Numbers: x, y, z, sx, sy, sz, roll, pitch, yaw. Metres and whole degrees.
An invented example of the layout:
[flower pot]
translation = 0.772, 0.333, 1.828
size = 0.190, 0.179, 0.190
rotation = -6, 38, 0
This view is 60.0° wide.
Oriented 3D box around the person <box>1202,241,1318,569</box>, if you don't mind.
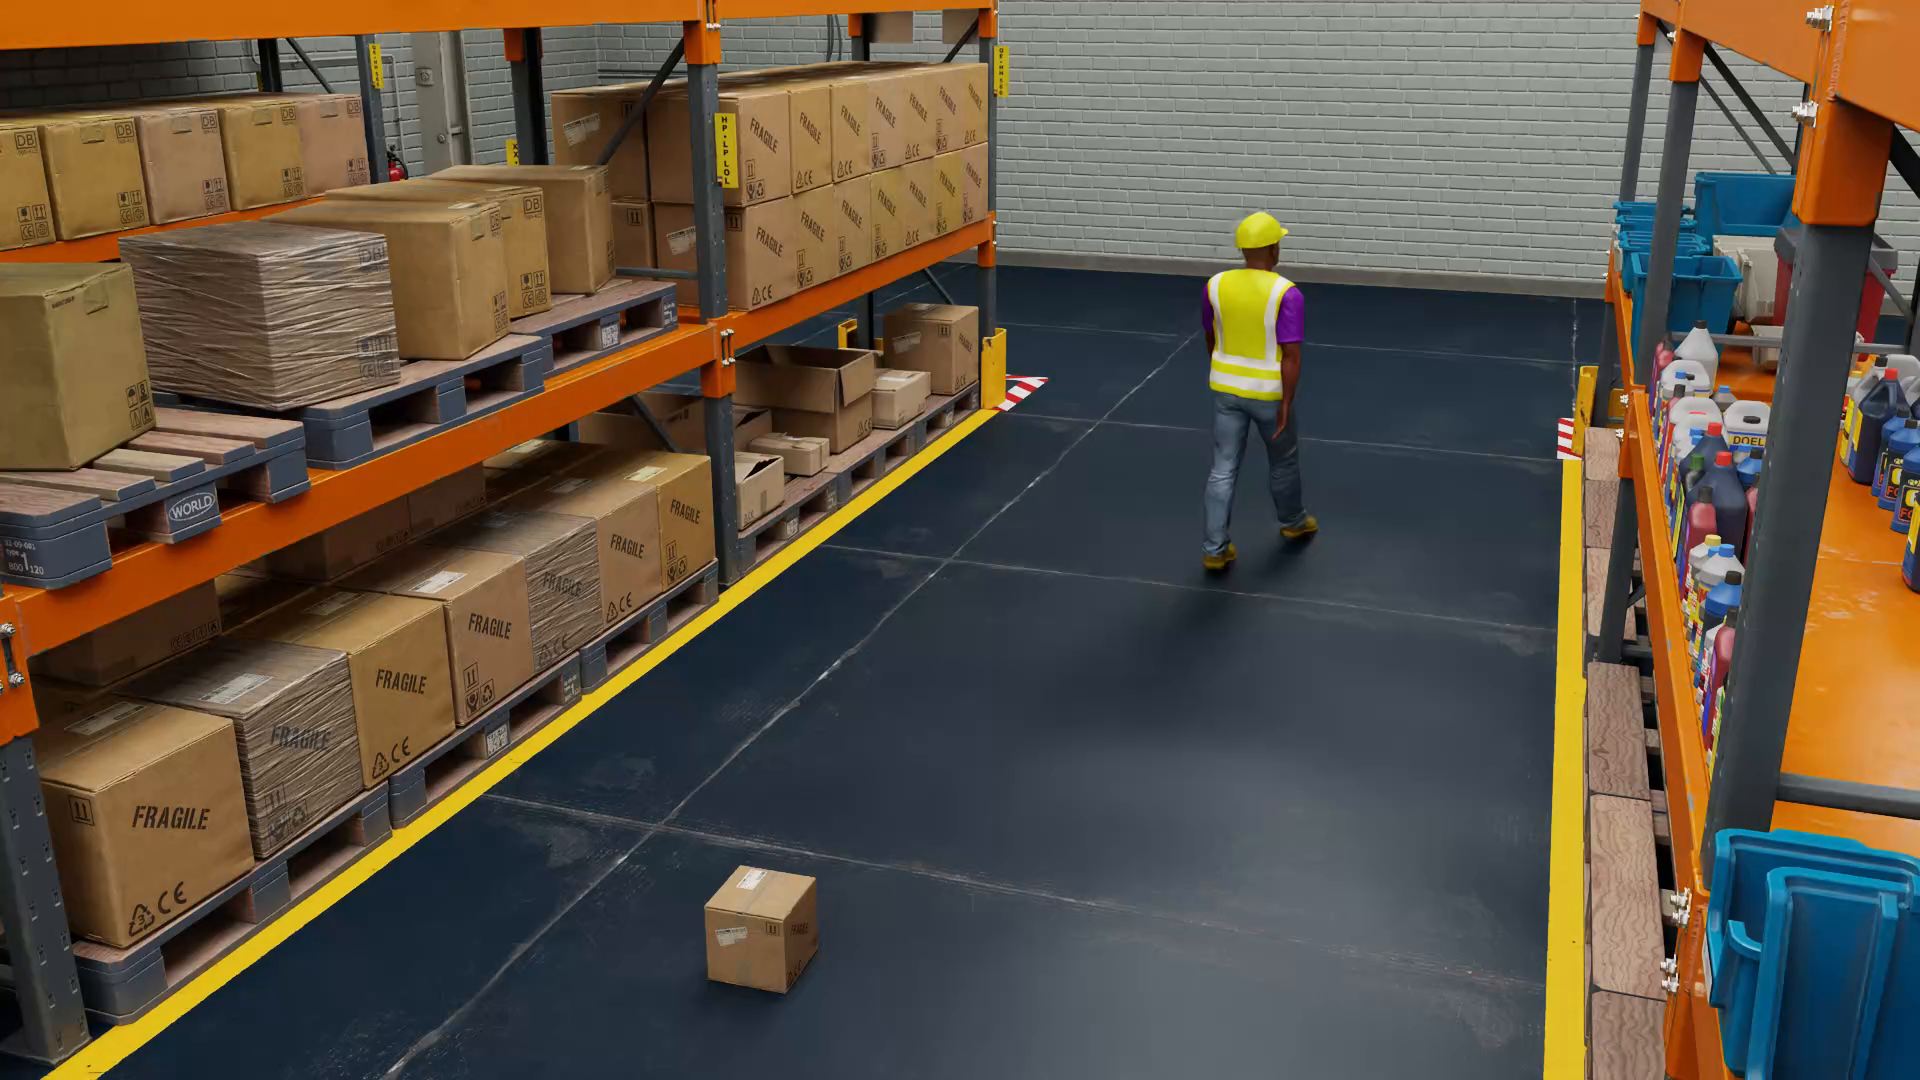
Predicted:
[person]
translation = 1.498, -0.766, 8.309
size = 0.567, 1.679, 0.968
rotation = 10, 21, 28
